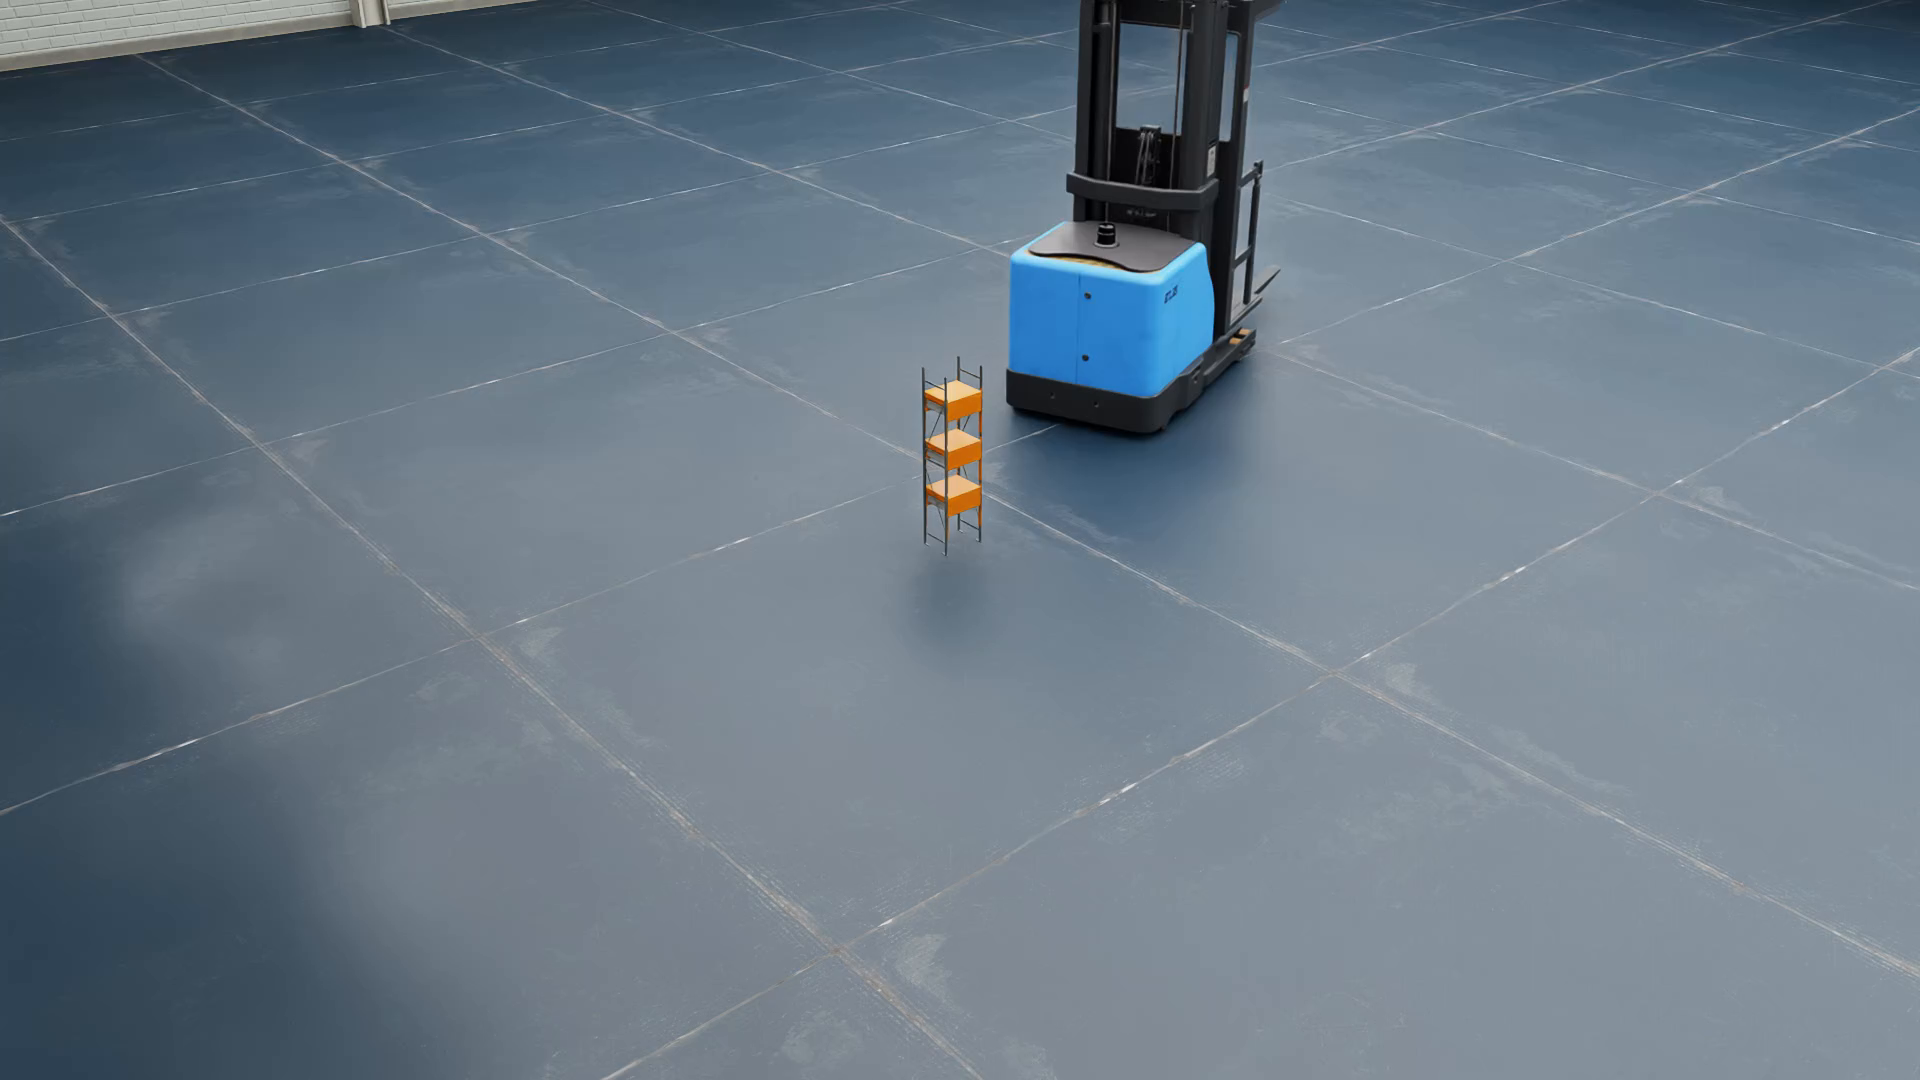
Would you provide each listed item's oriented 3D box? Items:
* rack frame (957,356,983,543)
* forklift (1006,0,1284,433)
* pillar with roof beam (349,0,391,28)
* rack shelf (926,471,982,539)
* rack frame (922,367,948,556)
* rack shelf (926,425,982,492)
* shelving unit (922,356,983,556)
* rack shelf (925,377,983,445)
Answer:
[{"bbox_3d":[0.052,-0.484,9.042,0.008,1.050,0.200,-22,35,-35],"label":"rack frame"},{"bbox_3d":[1.434,-2.622,11.046,1.130,2.935,3.031,14,31,24],"label":"forklift"},{"bbox_3d":[-5.004,-9.263,17.036,0.400,9.000,9.100,-22,35,-35],"label":"pillar with roof beam"},{"bbox_3d":[-0.041,-0.192,9.108,0.240,0.259,0.215,-22,35,-35],"label":"rack shelf"},{"bbox_3d":[-0.134,-0.409,8.902,0.008,1.050,0.200,-22,35,-35],"label":"rack frame"},{"bbox_3d":[-0.041,-0.437,8.977,0.240,0.259,0.215,-22,35,-35],"label":"rack shelf"},{"bbox_3d":[-0.041,-0.447,8.972,0.252,1.050,0.215,-22,35,-35],"label":"shelving unit"},{"bbox_3d":[-0.041,-0.688,8.843,0.240,0.259,0.215,-22,35,-35],"label":"rack shelf"}]
